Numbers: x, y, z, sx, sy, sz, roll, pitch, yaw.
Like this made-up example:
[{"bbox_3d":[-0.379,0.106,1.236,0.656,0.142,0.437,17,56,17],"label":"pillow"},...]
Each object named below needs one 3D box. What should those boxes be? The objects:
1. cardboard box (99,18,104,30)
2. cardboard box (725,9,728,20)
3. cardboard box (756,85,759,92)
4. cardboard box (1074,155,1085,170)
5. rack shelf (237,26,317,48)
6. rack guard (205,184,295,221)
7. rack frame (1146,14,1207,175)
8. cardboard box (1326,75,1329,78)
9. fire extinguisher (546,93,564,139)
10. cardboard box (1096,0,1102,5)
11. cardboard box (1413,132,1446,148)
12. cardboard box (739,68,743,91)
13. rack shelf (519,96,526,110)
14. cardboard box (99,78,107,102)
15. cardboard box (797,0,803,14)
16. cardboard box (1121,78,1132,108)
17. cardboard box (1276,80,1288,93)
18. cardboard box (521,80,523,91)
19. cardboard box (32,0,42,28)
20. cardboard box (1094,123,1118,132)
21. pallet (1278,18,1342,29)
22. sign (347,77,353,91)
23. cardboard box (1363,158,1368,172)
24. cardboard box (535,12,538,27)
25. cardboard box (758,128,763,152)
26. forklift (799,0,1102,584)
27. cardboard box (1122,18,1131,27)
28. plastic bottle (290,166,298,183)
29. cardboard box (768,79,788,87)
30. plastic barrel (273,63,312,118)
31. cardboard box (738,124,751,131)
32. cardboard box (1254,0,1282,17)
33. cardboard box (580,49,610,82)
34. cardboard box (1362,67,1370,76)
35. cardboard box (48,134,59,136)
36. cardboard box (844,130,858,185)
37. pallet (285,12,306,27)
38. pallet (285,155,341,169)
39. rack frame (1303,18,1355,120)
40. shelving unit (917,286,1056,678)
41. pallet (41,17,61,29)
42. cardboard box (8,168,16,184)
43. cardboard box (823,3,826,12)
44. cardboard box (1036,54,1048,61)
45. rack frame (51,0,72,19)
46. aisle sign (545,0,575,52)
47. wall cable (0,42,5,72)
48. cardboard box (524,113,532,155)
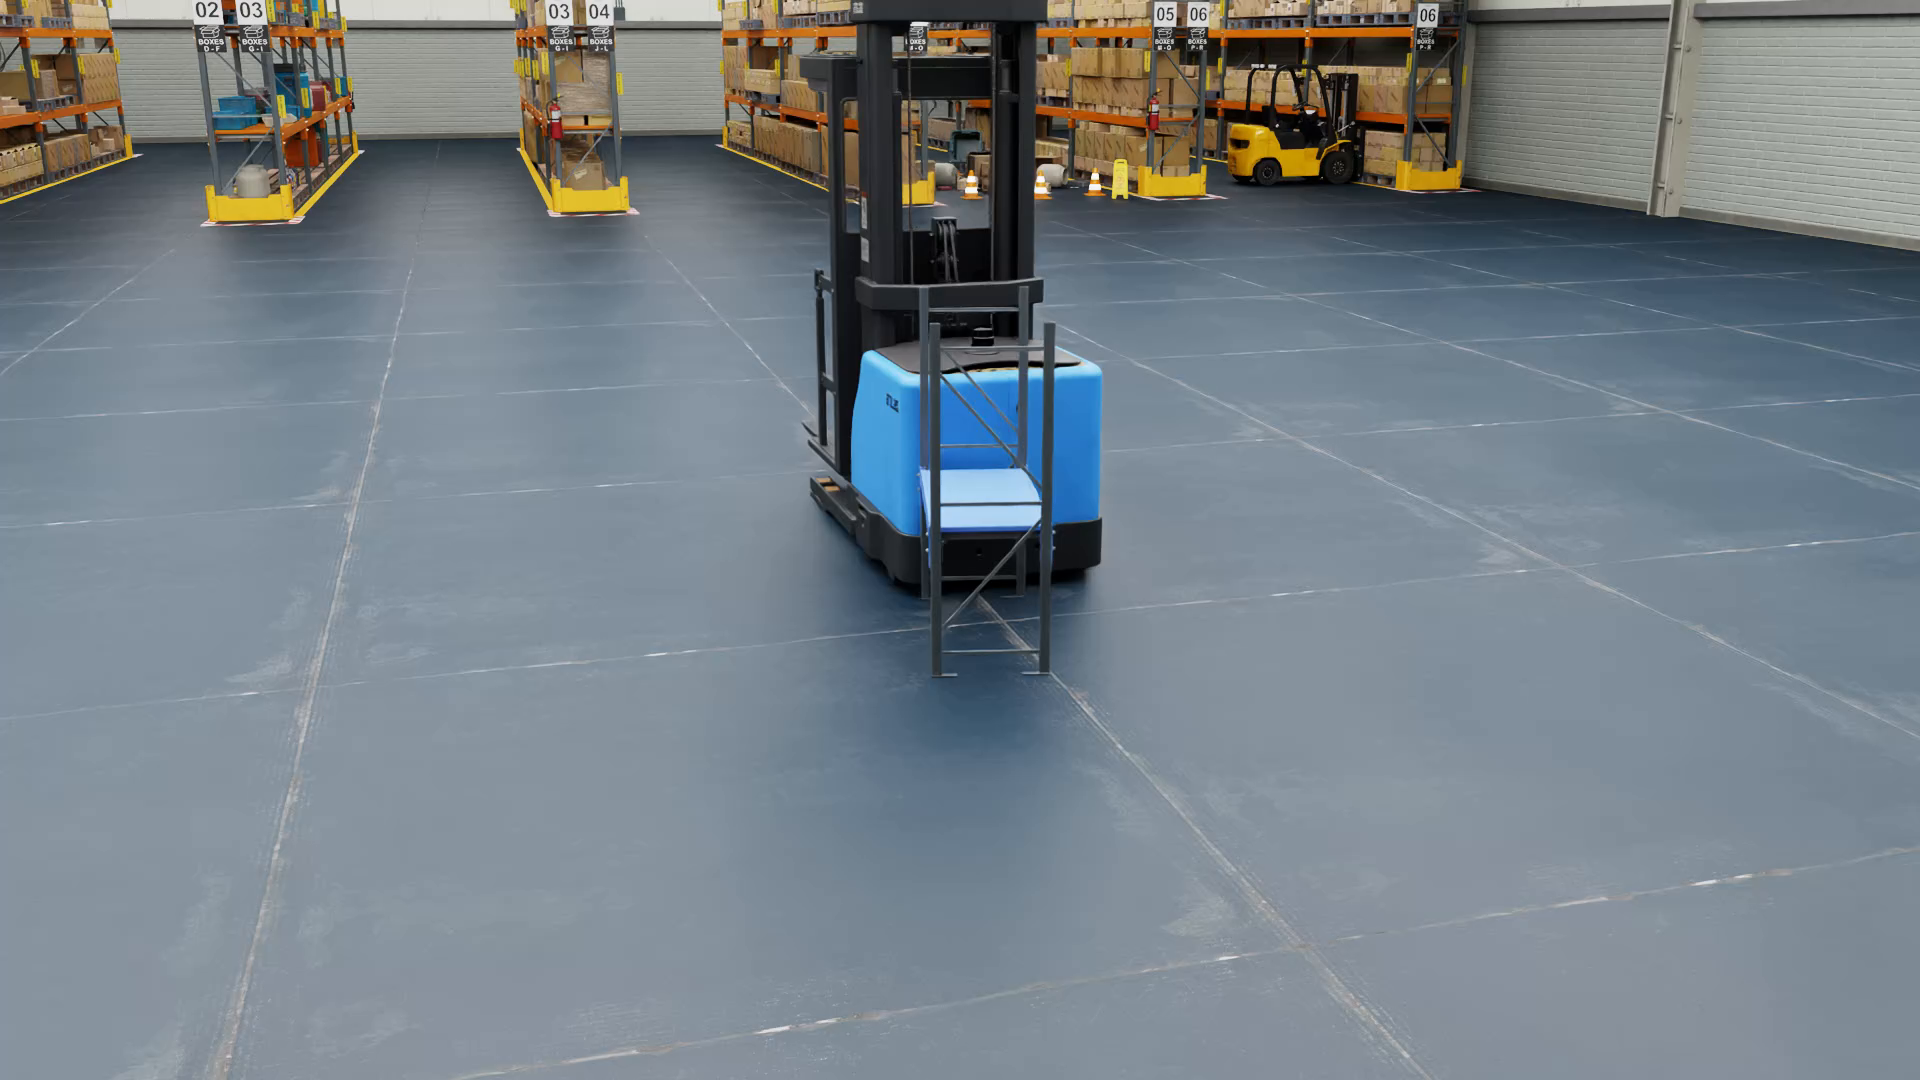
[{"bbox_3d":[-19.223,-11.388,36.696,0.500,0.250,0.500,-5,17,-15],"label":"cardboard box"},{"bbox_3d":[-5.406,-12.748,40.354,0.500,0.250,0.500,-5,17,-16],"label":"cardboard box"},{"bbox_3d":[-4.226,-9.828,36.164,0.380,0.149,0.250,-6,18,-18],"label":"cardboard box"},{"bbox_3d":[2.511,-7.230,31.856,0.500,0.250,0.500,-6,18,-18],"label":"cardboard box"},{"bbox_3d":[-12.232,-9.000,29.737,1.077,0.370,4.000,-5,17,-15],"label":"rack shelf"},{"bbox_3d":[-10.650,-5.069,24.957,1.175,0.500,0.348,-5,17,-15],"label":"rack guard"},{"bbox_3d":[3.707,-7.424,28.452,1.000,3.000,0.127,-5,17,-15],"label":"rack frame"},{"bbox_3d":[7.385,-9.032,32.504,0.380,0.149,0.250,-5,17,-15],"label":"cardboard box"},{"bbox_3d":[-6.233,-6.535,25.628,0.296,0.674,0.183,-5,17,-15],"label":"fire extinguisher"},{"bbox_3d":[2.707,-9.832,30.307,0.380,0.149,0.250,-5,18,-17],"label":"cardboard box"},{"bbox_3d":[8.529,-7.328,30.445,0.500,0.250,0.500,-5,17,-16],"label":"cardboard box"},{"bbox_3d":[-4.868,-10.769,38.898,0.500,0.500,0.500,-5,17,-17],"label":"cardboard box"},{"bbox_3d":[-9.669,-10.168,38.839,1.077,0.370,4.000,-5,17,-15],"label":"rack shelf"},{"bbox_3d":[-18.943,-9.808,36.216,0.500,0.500,0.500,-5,17,-16],"label":"cardboard box"},{"bbox_3d":[-2.817,-10.221,31.802,0.500,0.311,0.500,-5,18,-17],"label":"cardboard box"},{"bbox_3d":[3.160,-7.881,29.284,0.500,0.500,0.500,-5,17,-15],"label":"cardboard box"},{"bbox_3d":[6.850,-9.348,34.251,0.500,0.250,0.500,-5,17,-17],"label":"cardboard box"},{"bbox_3d":[-9.914,-10.556,38.623,0.500,0.250,0.500,-5,17,-16],"label":"cardboard box"},{"bbox_3d":[-17.981,-9.958,31.502,0.910,0.500,0.500,-5,17,-15],"label":"cardboard box"},{"bbox_3d":[2.707,-7.644,30.804,0.380,0.149,0.250,-4,17,-12],"label":"cardboard box"},{"bbox_3d":[7.125,-10.511,33.850,0.805,0.209,1.217,-5,18,-17],"label":"pallet"},{"bbox_3d":[-14.456,-10.800,39.409,0.100,0.325,0.005,-5,17,-15],"label":"sign"},{"bbox_3d":[7.790,-7.084,31.370,0.500,0.250,0.500,-5,17,-15],"label":"cardboard box"},{"bbox_3d":[-7.043,-8.966,28.635,0.500,0.250,0.500,-5,18,-17],"label":"cardboard box"},{"bbox_3d":[-4.227,-8.956,37.168,0.500,0.500,0.500,-4,17,-13],"label":"cardboard box"},{"bbox_3d":[-0.231,-1.575,9.101,1.130,2.935,3.031,-5,18,-17],"label":"forklift"},{"bbox_3d":[3.080,-9.099,29.253,0.380,0.149,0.250,-5,17,-16],"label":"cardboard box"},{"bbox_3d":[-11.176,-6.088,27.847,0.144,0.351,0.185,-6,18,-18],"label":"plastic bottle"},{"bbox_3d":[-3.797,-9.541,34.690,0.380,0.149,0.250,-4,17,-14],"label":"cardboard box"},{"bbox_3d":[-11.498,-7.726,28.586,0.600,0.901,0.708,-5,17,-15],"label":"plastic barrel"},{"bbox_3d":[-5.099,-9.877,39.811,0.380,0.149,0.250,-5,18,-17],"label":"cardboard box"},{"bbox_3d":[6.525,-11.262,34.939,0.500,0.500,0.500,-4,17,-14],"label":"cardboard box"},{"bbox_3d":[-5.710,-7.483,26.220,0.500,0.500,0.500,-5,17,-15],"label":"cardboard box"},{"bbox_3d":[7.731,-8.746,31.034,0.380,0.149,0.250,-4,17,-14],"label":"cardboard box"},{"bbox_3d":[-18.746,-8.038,34.076,0.500,0.500,0.500,-6,18,-18],"label":"cardboard box"},{"bbox_3d":[-1.518,-6.613,28.718,0.875,0.875,0.875,-5,17,-16],"label":"cardboard box"},{"bbox_3d":[-11.391,-8.509,27.180,1.213,0.211,1.003,-5,17,-15],"label":"pallet"},{"bbox_3d":[-13.709,-8.016,35.269,1.003,0.211,1.213,-5,17,-15],"label":"pallet"},{"bbox_3d":[7.380,-8.923,33.445,1.000,3.000,0.127,-5,17,-15],"label":"rack frame"},{"bbox_3d":[0.097,-0.290,7.309,0.538,1.500,1.048,-1,17,-3],"label":"shelving unit"},{"bbox_3d":[-18.245,-10.051,32.312,1.213,0.211,1.003,-5,17,-15],"label":"pallet"},{"bbox_3d":[-16.603,-6.264,28.642,0.500,0.250,0.500,-5,18,-17],"label":"cardboard box"},{"bbox_3d":[-2.210,-9.408,29.376,0.380,0.149,0.250,-5,17,-15],"label":"cardboard box"},{"bbox_3d":[1.608,-10.319,36.179,0.500,0.500,0.500,-5,18,-17],"label":"cardboard box"},{"bbox_3d":[-18.645,-12.050,33.426,1.000,3.000,0.127,-5,17,-15],"label":"rack frame"},{"bbox_3d":[-6.093,-7.844,25.333,0.394,0.787,0.004,-5,17,-15],"label":"aisle sign"},{"bbox_3d":[-25.717,-12.870,41.552,3.097,2.526,0.112,-5,17,-15],"label":"wall cable"},{"bbox_3d":[-8.678,-8.720,35.732,1.225,0.875,0.875,-5,18,-17],"label":"cardboard box"}]
